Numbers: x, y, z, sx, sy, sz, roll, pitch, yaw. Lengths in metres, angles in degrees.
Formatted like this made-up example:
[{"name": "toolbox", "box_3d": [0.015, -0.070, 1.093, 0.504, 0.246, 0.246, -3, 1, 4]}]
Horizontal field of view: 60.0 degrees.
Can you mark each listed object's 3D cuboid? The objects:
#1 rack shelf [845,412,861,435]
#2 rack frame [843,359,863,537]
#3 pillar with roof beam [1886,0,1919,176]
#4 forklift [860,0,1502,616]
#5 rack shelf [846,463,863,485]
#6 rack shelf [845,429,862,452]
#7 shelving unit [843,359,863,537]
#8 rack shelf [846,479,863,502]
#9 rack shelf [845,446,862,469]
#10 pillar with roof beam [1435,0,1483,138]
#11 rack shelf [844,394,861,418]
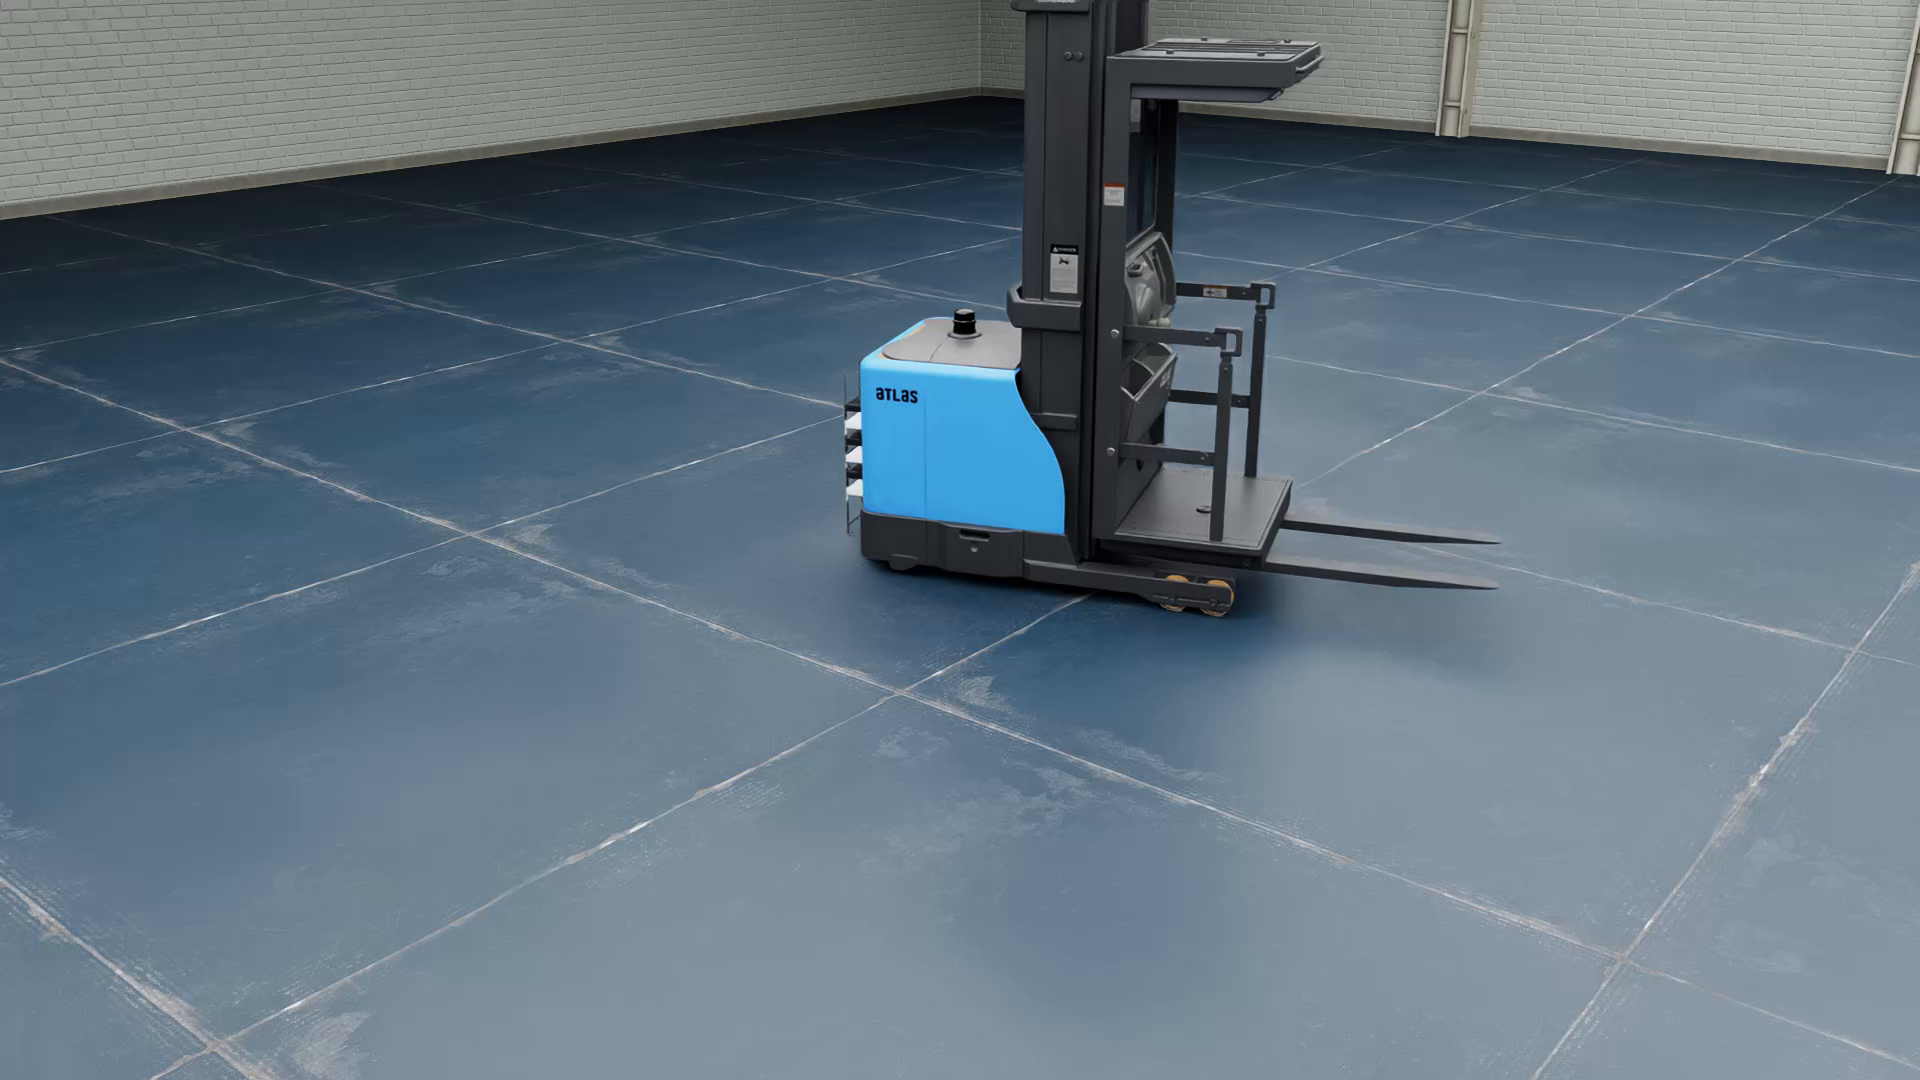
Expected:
[{"name": "rack shelf", "box_3d": [-0.454, -0.603, 8.575, 0.200, 0.077, 0.258, 7, 22, 17]}, {"name": "rack frame", "box_3d": [-0.551, -0.477, 8.657, 0.006, 0.900, 0.240, 7, 22, 17]}, {"name": "pillar with roof beam", "box_3d": [9.153, -7.637, 16.166, 0.400, 9.000, 9.100, 16, 26, 36]}, {"name": "forklift", "box_3d": [1.081, -1.227, 7.768, 3.031, 2.935, 1.130, 7, 22, 17]}, {"name": "rack shelf", "box_3d": [-0.454, -0.350, 8.670, 0.200, 0.077, 0.258, 7, 22, 17]}, {"name": "rack shelf", "box_3d": [-0.454, -0.518, 8.607, 0.200, 0.077, 0.258, 7, 22, 17]}, {"name": "shelving unit", "box_3d": [-0.454, -0.465, 8.627, 0.210, 0.900, 0.258, 7, 22, 17]}, {"name": "rack shelf", "box_3d": [-0.454, -0.266, 8.702, 0.200, 0.077, 0.258, 7, 22, 17]}, {"name": "rack shelf", "box_3d": [-0.454, -0.434, 8.639, 0.200, 0.077, 0.258, 7, 22, 17]}, {"name": "pillar with roof beam", "box_3d": [4.505, -8.975, 19.715, 0.400, 9.000, 9.100, 16, 26, 36]}, {"name": "rack shelf", "box_3d": [-0.454, -0.687, 8.543, 0.200, 0.077, 0.258, 7, 22, 17]}]
